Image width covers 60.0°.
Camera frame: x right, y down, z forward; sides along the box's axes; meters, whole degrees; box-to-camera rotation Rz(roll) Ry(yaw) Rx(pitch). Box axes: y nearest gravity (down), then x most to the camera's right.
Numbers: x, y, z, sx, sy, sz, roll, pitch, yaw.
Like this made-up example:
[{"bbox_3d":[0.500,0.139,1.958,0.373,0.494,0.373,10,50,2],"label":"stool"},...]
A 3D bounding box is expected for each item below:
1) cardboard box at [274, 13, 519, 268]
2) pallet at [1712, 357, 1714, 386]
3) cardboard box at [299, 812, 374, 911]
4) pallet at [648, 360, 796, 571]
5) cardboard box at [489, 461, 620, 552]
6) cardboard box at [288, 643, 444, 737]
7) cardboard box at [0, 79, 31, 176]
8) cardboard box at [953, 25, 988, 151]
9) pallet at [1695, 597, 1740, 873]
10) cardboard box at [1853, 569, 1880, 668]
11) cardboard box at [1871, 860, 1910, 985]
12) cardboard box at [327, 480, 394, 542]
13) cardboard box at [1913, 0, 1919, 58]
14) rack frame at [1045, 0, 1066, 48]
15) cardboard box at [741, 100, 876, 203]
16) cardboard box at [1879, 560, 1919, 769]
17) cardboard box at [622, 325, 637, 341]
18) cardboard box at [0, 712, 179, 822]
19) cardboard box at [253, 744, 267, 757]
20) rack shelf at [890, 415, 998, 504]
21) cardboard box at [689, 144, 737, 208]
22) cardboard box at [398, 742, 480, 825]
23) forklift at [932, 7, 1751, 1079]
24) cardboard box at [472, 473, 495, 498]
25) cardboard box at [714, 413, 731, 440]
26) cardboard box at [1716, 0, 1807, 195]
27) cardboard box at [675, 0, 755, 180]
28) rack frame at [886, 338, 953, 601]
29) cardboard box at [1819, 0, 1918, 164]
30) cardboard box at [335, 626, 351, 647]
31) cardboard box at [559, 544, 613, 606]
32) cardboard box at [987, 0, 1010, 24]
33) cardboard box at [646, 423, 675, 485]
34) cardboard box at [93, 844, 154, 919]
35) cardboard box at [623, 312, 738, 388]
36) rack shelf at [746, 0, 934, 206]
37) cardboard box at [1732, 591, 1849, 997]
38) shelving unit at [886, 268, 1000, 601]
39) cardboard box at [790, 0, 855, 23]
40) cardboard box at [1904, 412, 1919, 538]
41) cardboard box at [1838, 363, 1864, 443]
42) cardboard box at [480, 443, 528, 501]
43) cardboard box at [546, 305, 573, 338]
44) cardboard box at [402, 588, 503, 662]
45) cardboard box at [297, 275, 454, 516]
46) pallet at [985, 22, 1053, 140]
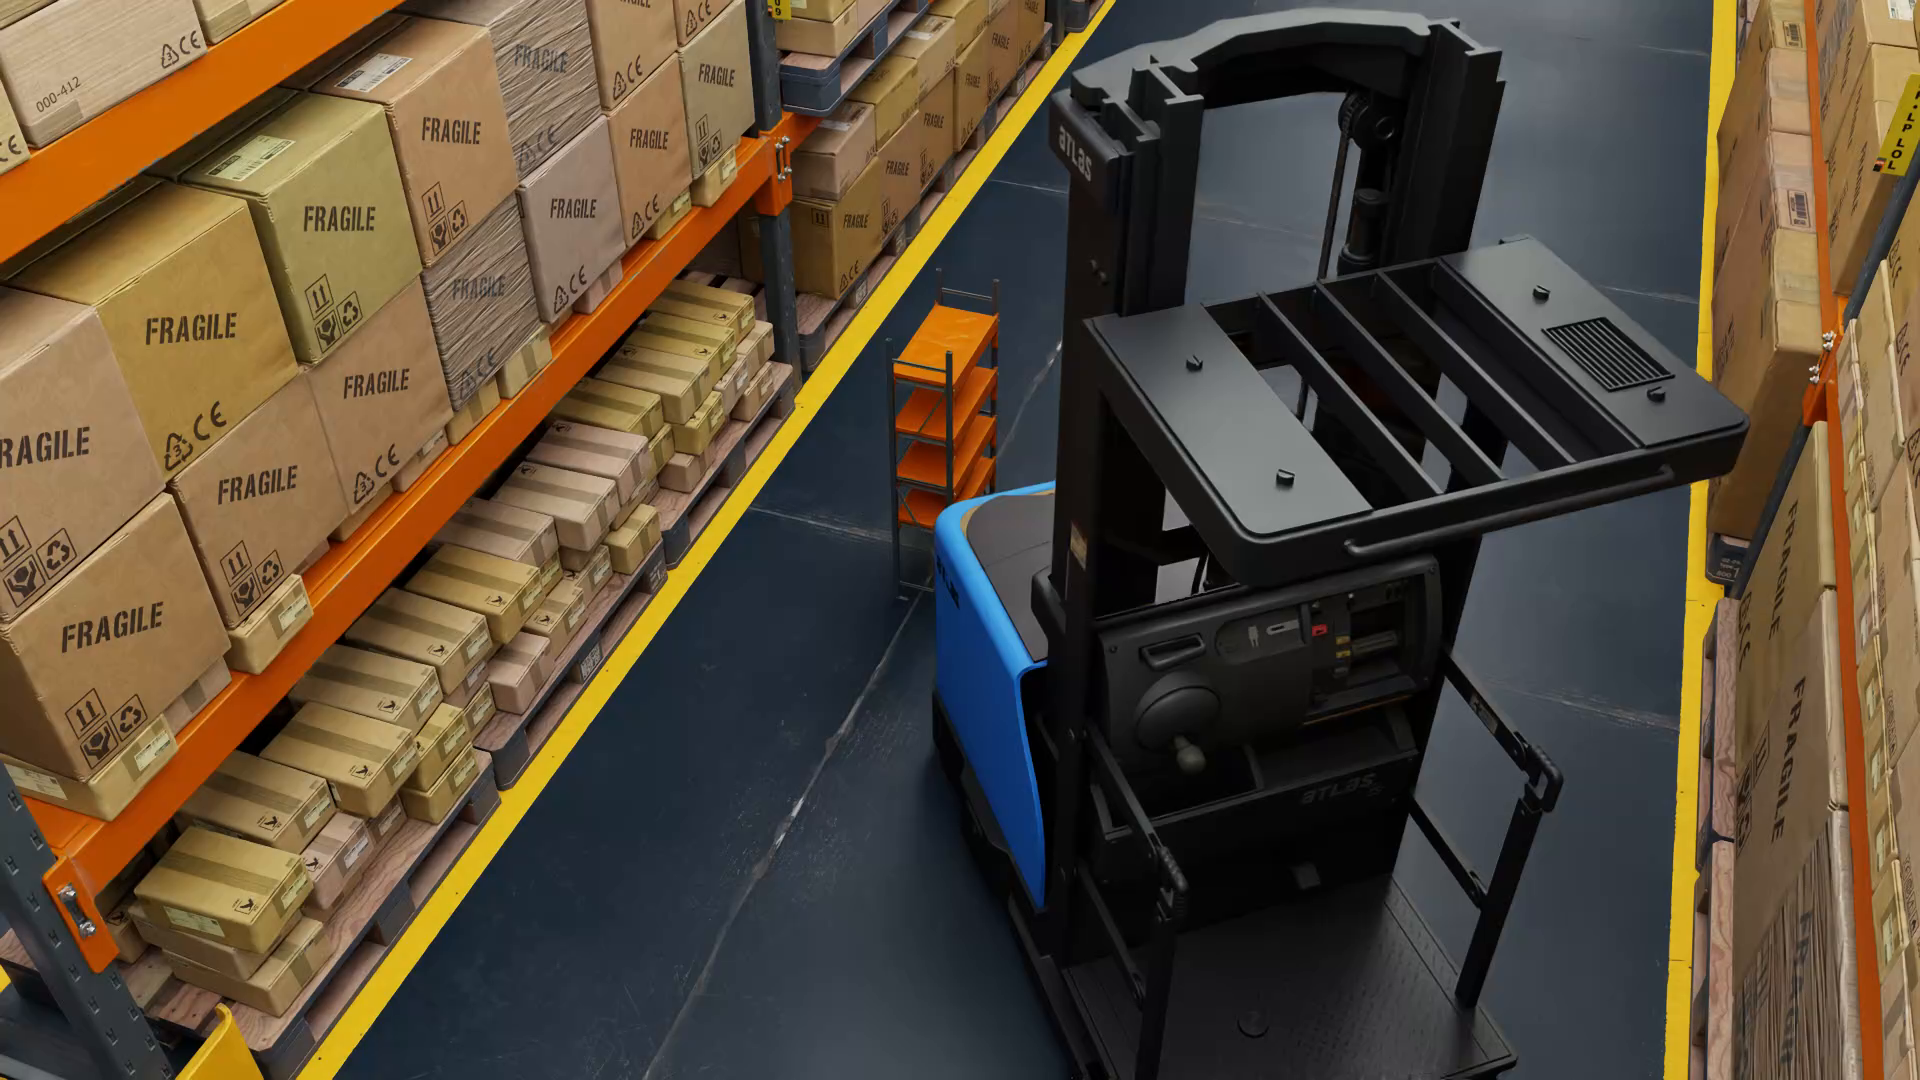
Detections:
[{"bbox_3d":[-1.634,-1.148,4.708,0.500,0.500,0.500,12,42,14],"label":"cardboard box"},{"bbox_3d":[4.029,-0.919,7.664,1.003,0.211,1.213,13,42,15],"label":"pallet"},{"bbox_3d":[-2.006,0.926,4.997,0.380,0.149,0.250,13,42,15],"label":"cardboard box"},{"bbox_3d":[-1.402,-0.430,7.091,1.003,0.211,1.213,13,42,15],"label":"pallet"},{"bbox_3d":[-1.460,-0.123,5.997,0.380,0.149,0.250,12,42,14],"label":"cardboard box"},{"bbox_3d":[-1.880,0.496,5.272,0.380,0.149,0.250,11,42,13],"label":"cardboard box"},{"bbox_3d":[-2.180,-0.769,3.145,0.500,0.250,0.500,15,43,17],"label":"cardboard box"},{"bbox_3d":[-0.164,-2.455,8.919,0.500,0.500,0.500,11,42,13],"label":"cardboard box"},{"bbox_3d":[3.087,0.762,5.694,1.003,0.211,1.213,13,42,15],"label":"pallet"},{"bbox_3d":[2.564,0.247,4.342,0.380,0.149,0.250,14,42,16],"label":"cardboard box"},{"bbox_3d":[2.213,0.876,3.605,0.380,0.149,0.250,12,42,14],"label":"cardboard box"},{"bbox_3d":[-1.888,-0.163,4.823,0.380,0.149,0.250,13,42,15],"label":"cardboard box"},{"bbox_3d":[3.877,-1.973,5.901,0.797,0.503,0.637,14,42,16],"label":"cardboard box"},{"bbox_3d":[0.162,-4.348,9.535,1.000,3.000,0.127,13,42,15],"label":"rack frame"},{"bbox_3d":[-0.705,-1.794,7.566,0.500,0.250,0.500,12,42,13],"label":"cardboard box"},{"bbox_3d":[2.491,0.345,3.920,0.500,0.250,0.500,13,42,15],"label":"cardboard box"},{"bbox_3d":[-1.630,-0.946,7.192,0.380,0.149,0.250,15,43,17],"label":"cardboard box"},{"bbox_3d":[-2.155,0.503,4.043,0.380,0.149,0.250,13,42,15],"label":"cardboard box"},{"bbox_3d":[-2.425,0.768,5.412,0.380,0.149,0.250,13,42,15],"label":"cardboard box"},{"bbox_3d":[-0.057,-0.304,6.286,0.258,0.148,0.480,13,42,15],"label":"rack shelf"},{"bbox_3d":[-1.069,-1.405,6.279,0.380,0.149,0.250,12,42,14],"label":"cardboard box"},{"bbox_3d":[-1.812,0.746,5.438,0.380,0.149,0.250,14,42,16],"label":"cardboard box"},{"bbox_3d":[0.866,0.396,4.028,1.130,2.935,3.031,-13,42,-14],"label":"forklift"},{"bbox_3d":[-1.955,-0.240,6.134,0.380,0.149,0.250,12,42,13],"label":"cardboard box"},{"bbox_3d":[-1.187,-0.528,6.931,0.380,0.149,0.250,14,43,16],"label":"cardboard box"},{"bbox_3d":[4.533,-2.120,8.238,1.225,0.875,0.875,11,42,13],"label":"cardboard box"},{"bbox_3d":[-1.105,-1.701,6.127,0.500,0.500,0.500,13,42,15],"label":"cardboard box"},{"bbox_3d":[-0.140,-0.207,6.068,0.240,1.200,0.015,13,42,15],"label":"rack frame"},{"bbox_3d":[3.672,-1.750,6.413,0.500,0.500,0.500,13,42,15],"label":"cardboard box"},{"bbox_3d":[-2.320,0.322,5.705,0.380,0.149,0.250,14,42,16],"label":"cardboard box"},{"bbox_3d":[-1.526,0.107,6.186,0.380,0.149,0.250,14,42,16],"label":"cardboard box"},{"bbox_3d":[0.012,-3.056,9.045,0.500,0.250,0.500,14,42,16],"label":"cardboard box"},{"bbox_3d":[-1.348,-0.367,6.513,0.380,0.149,0.250,14,42,15],"label":"cardboard box"},{"bbox_3d":[-2.661,0.958,4.960,0.380,0.149,0.250,12,42,14],"label":"cardboard box"},{"bbox_3d":[-1.133,-0.770,6.756,0.380,0.149,0.250,14,42,16],"label":"cardboard box"},{"bbox_3d":[-0.522,-2.854,8.338,1.077,0.370,4.000,13,42,15],"label":"rack shelf"},{"bbox_3d":[2.812,0.837,4.772,0.875,0.875,0.875,13,42,15],"label":"cardboard box"},{"bbox_3d":[-0.057,-0.355,6.242,0.258,1.200,0.503,13,42,15],"label":"shelving unit"},{"bbox_3d":[-0.639,-2.223,6.686,0.380,0.149,0.250,14,42,16],"label":"cardboard box"},{"bbox_3d":[2.668,-0.234,4.022,0.500,0.500,0.500,12,42,14],"label":"cardboard box"},{"bbox_3d":[2.917,-0.383,5.081,0.380,0.149,0.250,12,42,14],"label":"cardboard box"},{"bbox_3d":[-1.893,-0.289,6.421,0.380,0.149,0.250,15,43,17],"label":"cardboard box"},{"bbox_3d":[-1.530,-0.788,5.556,0.380,0.149,0.250,13,42,14],"label":"cardboard box"},{"bbox_3d":[-1.761,0.267,5.769,0.380,0.149,0.250,15,43,17],"label":"cardboard box"},{"bbox_3d":[-1.822,-0.460,4.672,0.500,0.500,0.500,14,42,16],"label":"cardboard box"},{"bbox_3d":[-0.106,-2.810,9.882,1.003,0.211,1.213,13,42,15],"label":"pallet"}]
